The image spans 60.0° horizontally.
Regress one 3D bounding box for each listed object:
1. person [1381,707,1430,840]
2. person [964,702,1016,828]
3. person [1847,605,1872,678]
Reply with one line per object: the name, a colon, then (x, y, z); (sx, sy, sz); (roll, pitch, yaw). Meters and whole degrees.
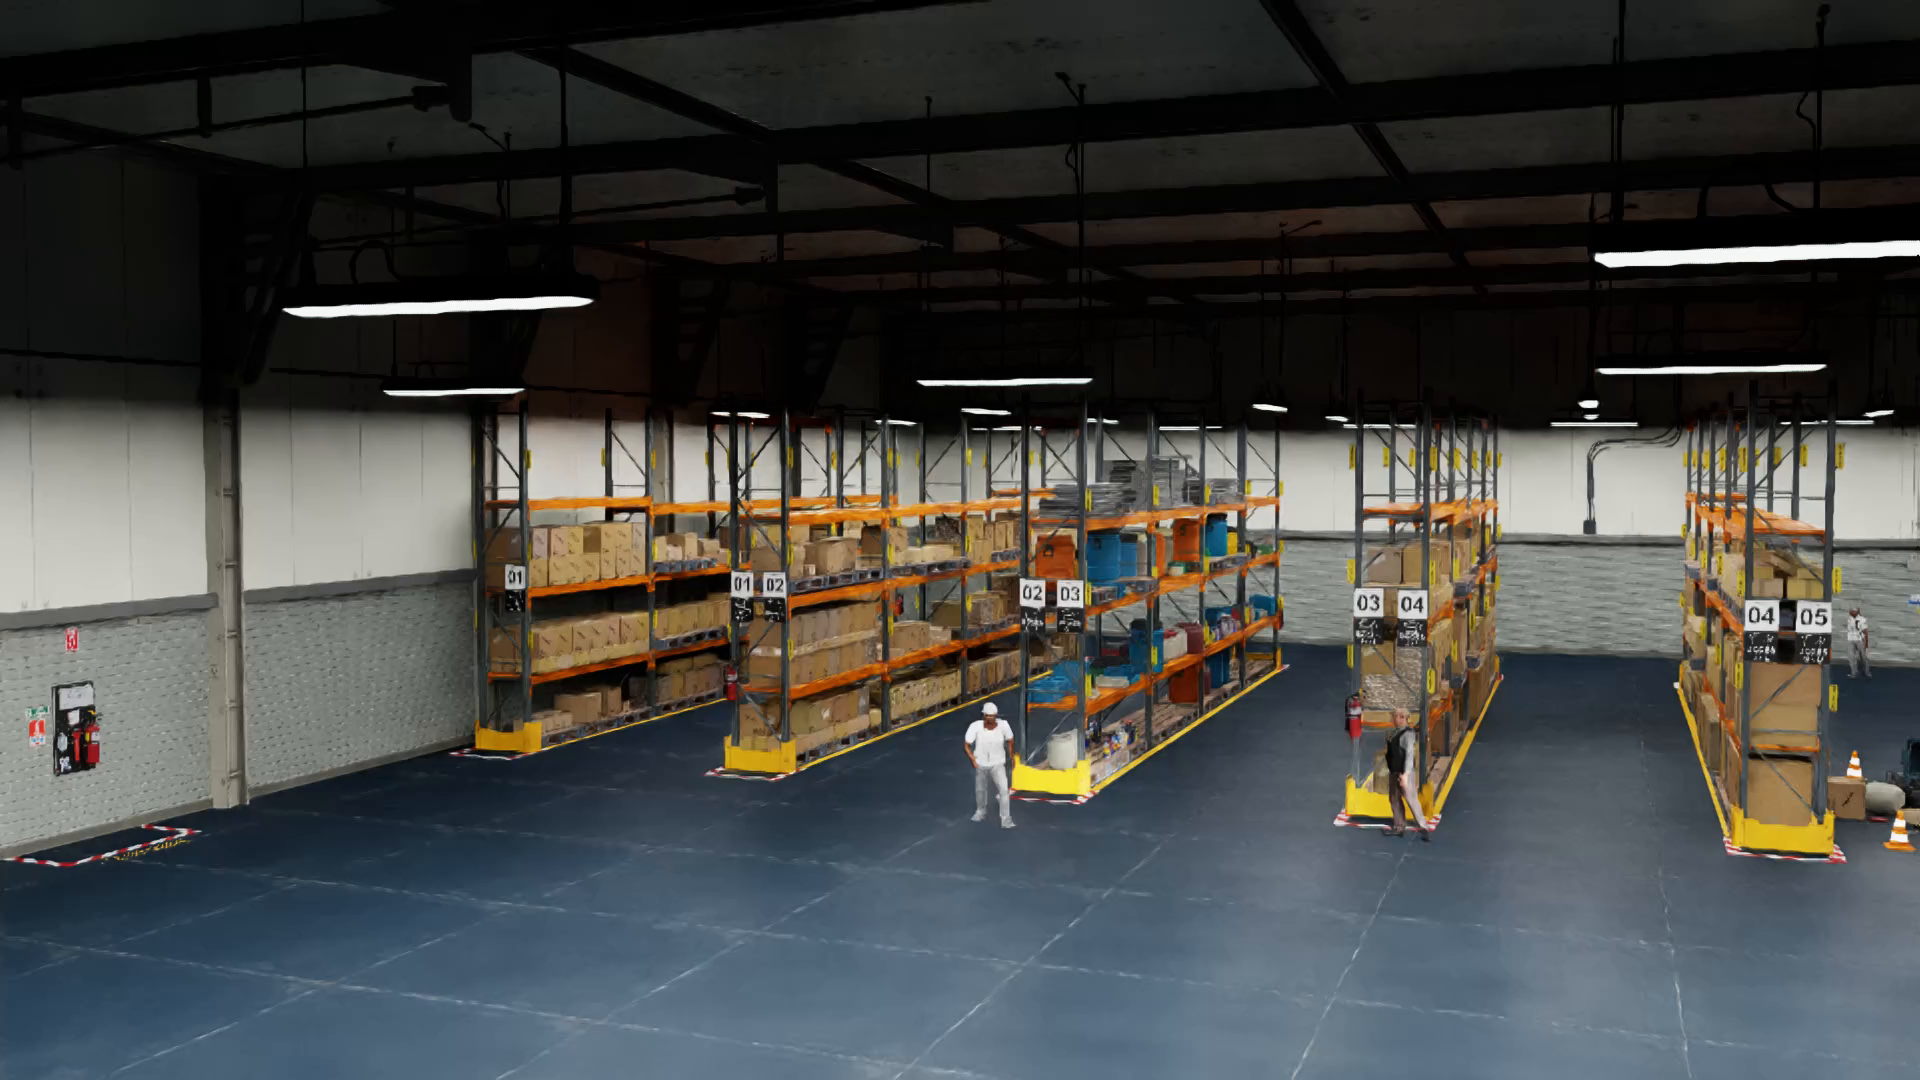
person: (5.915, 3.080, 21.995); (0.508, 1.718, 0.723); (0, 3, -10)
person: (0.414, 3.037, 22.705); (0.714, 1.695, 0.823); (0, 3, 4)
person: (20.655, 2.321, 38.183); (0.551, 1.659, 0.501); (-2, 3, -32)
